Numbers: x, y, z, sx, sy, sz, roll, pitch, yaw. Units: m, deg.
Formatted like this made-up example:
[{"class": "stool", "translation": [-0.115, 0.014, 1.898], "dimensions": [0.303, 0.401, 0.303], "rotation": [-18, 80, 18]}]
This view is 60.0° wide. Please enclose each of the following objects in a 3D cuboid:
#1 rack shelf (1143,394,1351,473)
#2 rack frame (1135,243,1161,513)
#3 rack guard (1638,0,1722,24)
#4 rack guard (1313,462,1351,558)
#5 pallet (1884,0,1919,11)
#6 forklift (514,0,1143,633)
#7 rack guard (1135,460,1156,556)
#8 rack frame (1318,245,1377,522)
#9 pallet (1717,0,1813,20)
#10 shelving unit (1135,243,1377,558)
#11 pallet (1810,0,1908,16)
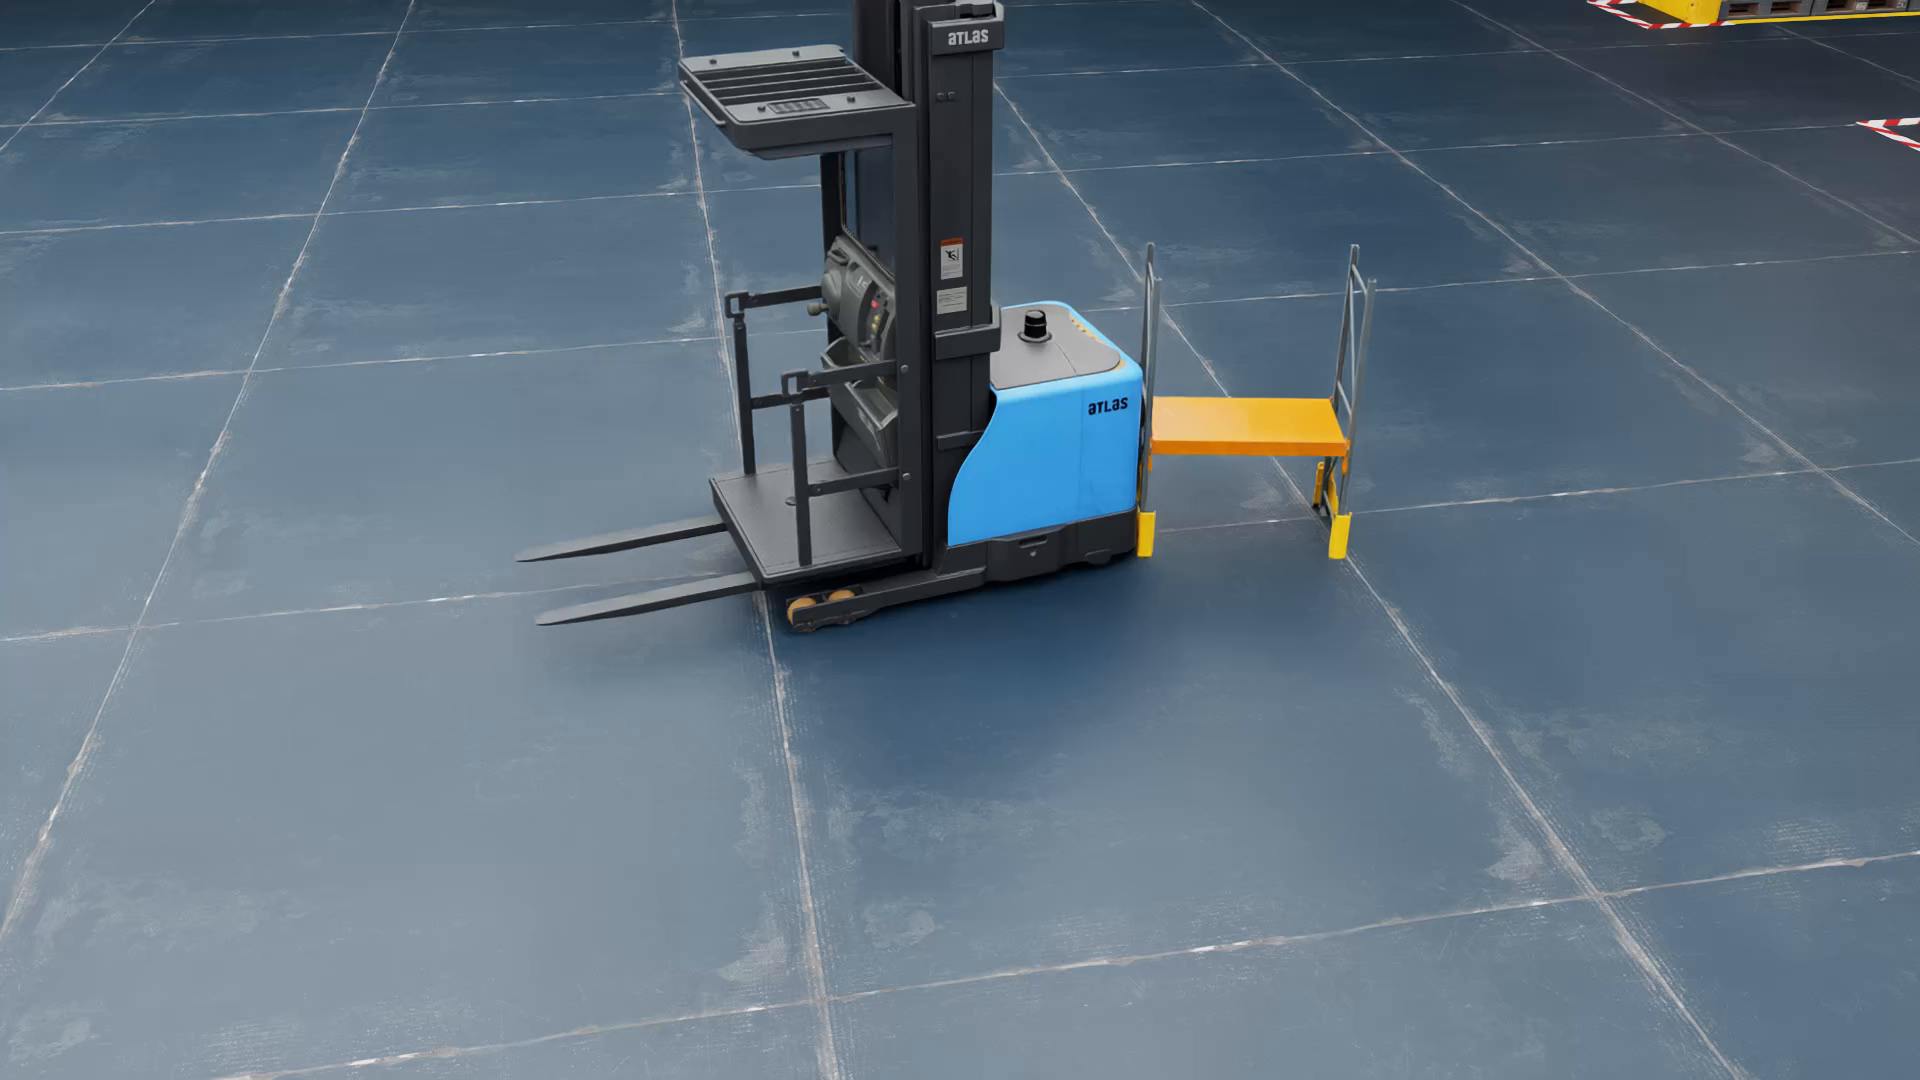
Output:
[{"class": "rack shelf", "translation": [1.454, -0.552, 8.564], "dimensions": [1.000, 0.185, 0.538], "rotation": [1, 30, 1]}, {"class": "rack frame", "translation": [0.946, -0.713, 8.483], "dimensions": [0.032, 1.500, 0.500], "rotation": [1, 30, 1]}, {"class": "rack guard", "translation": [8.204, -6.264, 18.910], "dimensions": [0.348, 0.500, 1.175], "rotation": [-5, 31, -9]}, {"class": "rack guard", "translation": [1.961, -0.162, 8.778], "dimensions": [0.087, 0.250, 0.587], "rotation": [1, 30, 1]}, {"class": "pallet", "translation": [11.372, -6.456, 19.521], "dimensions": [1.213, 0.211, 1.003], "rotation": [-5, 31, -9]}, {"class": "forklift", "translation": [-0.665, -1.121, 7.765], "dimensions": [3.031, 2.935, 1.130], "rotation": [-11, 32, -18]}, {"class": "rack guard", "translation": [0.965, -0.174, 8.800], "dimensions": [0.087, 0.250, 0.587], "rotation": [1, 30, 1]}, {"class": "rack frame", "translation": [1.962, -0.700, 8.462], "dimensions": [0.032, 1.500, 0.500], "rotation": [1, 30, 1]}, {"class": "pallet", "translation": [8.972, -6.233, 19.142], "dimensions": [1.213, 0.211, 1.003], "rotation": [-5, 31, -9]}, {"class": "shelving unit", "translation": [1.463, -0.707, 8.472], "dimensions": [1.083, 1.500, 0.587], "rotation": [1, 30, 1]}, {"class": "pallet", "translation": [10.169, -6.343, 19.328], "dimensions": [1.213, 0.211, 1.003], "rotation": [-5, 31, -9]}]
